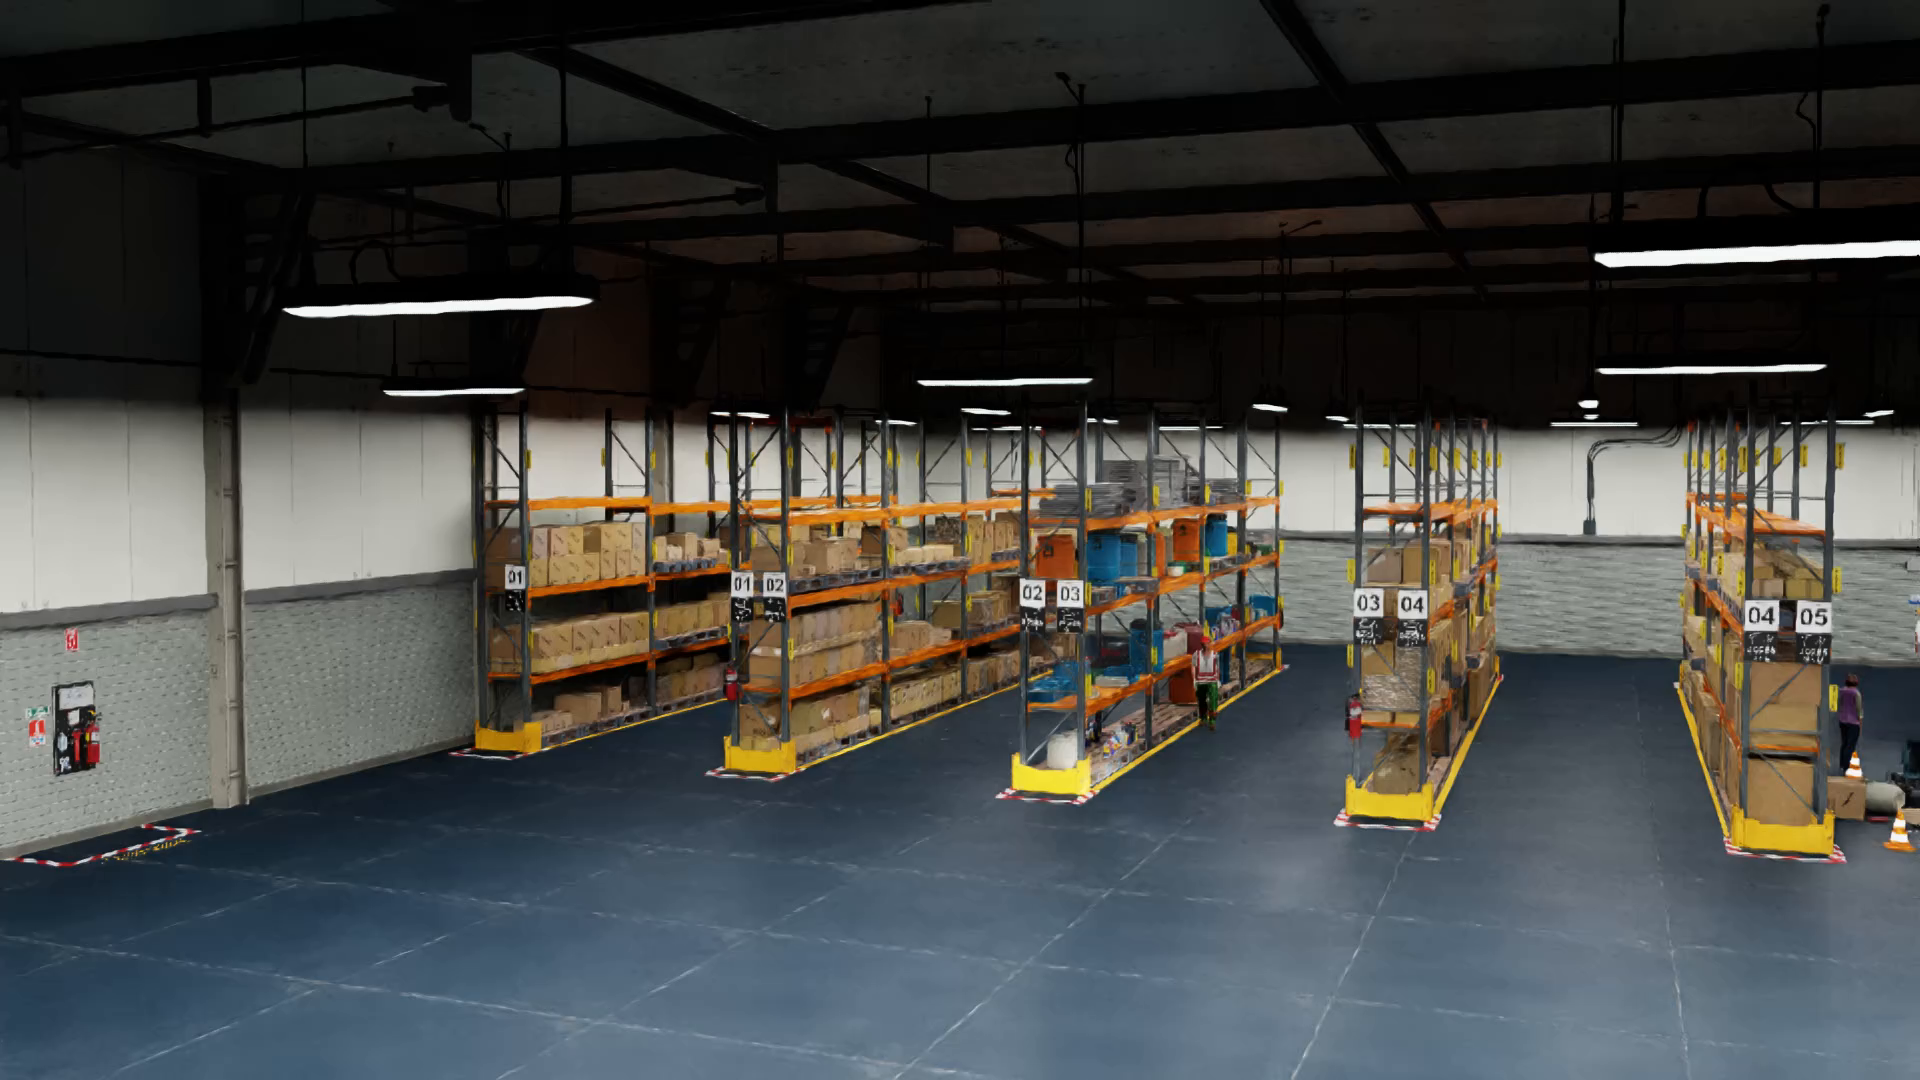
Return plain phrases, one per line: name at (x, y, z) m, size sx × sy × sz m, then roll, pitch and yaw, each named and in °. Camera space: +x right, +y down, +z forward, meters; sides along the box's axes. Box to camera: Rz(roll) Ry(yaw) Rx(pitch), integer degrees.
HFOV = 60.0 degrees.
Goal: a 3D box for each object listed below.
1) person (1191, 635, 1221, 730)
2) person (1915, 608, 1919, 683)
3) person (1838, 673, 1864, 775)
person at (4.553, 2.626, 30.818) m, size 0.528 × 1.727 × 1.030 m, roll 1°, pitch 3°, yaw 13°
person at (21.432, 2.322, 36.814) m, size 0.395 × 1.760 × 0.660 m, roll -1°, pitch 3°, yaw -12°
person at (14.138, 2.908, 26.350) m, size 0.402 × 1.600 × 0.468 m, roll -1°, pitch 3°, yaw -11°
